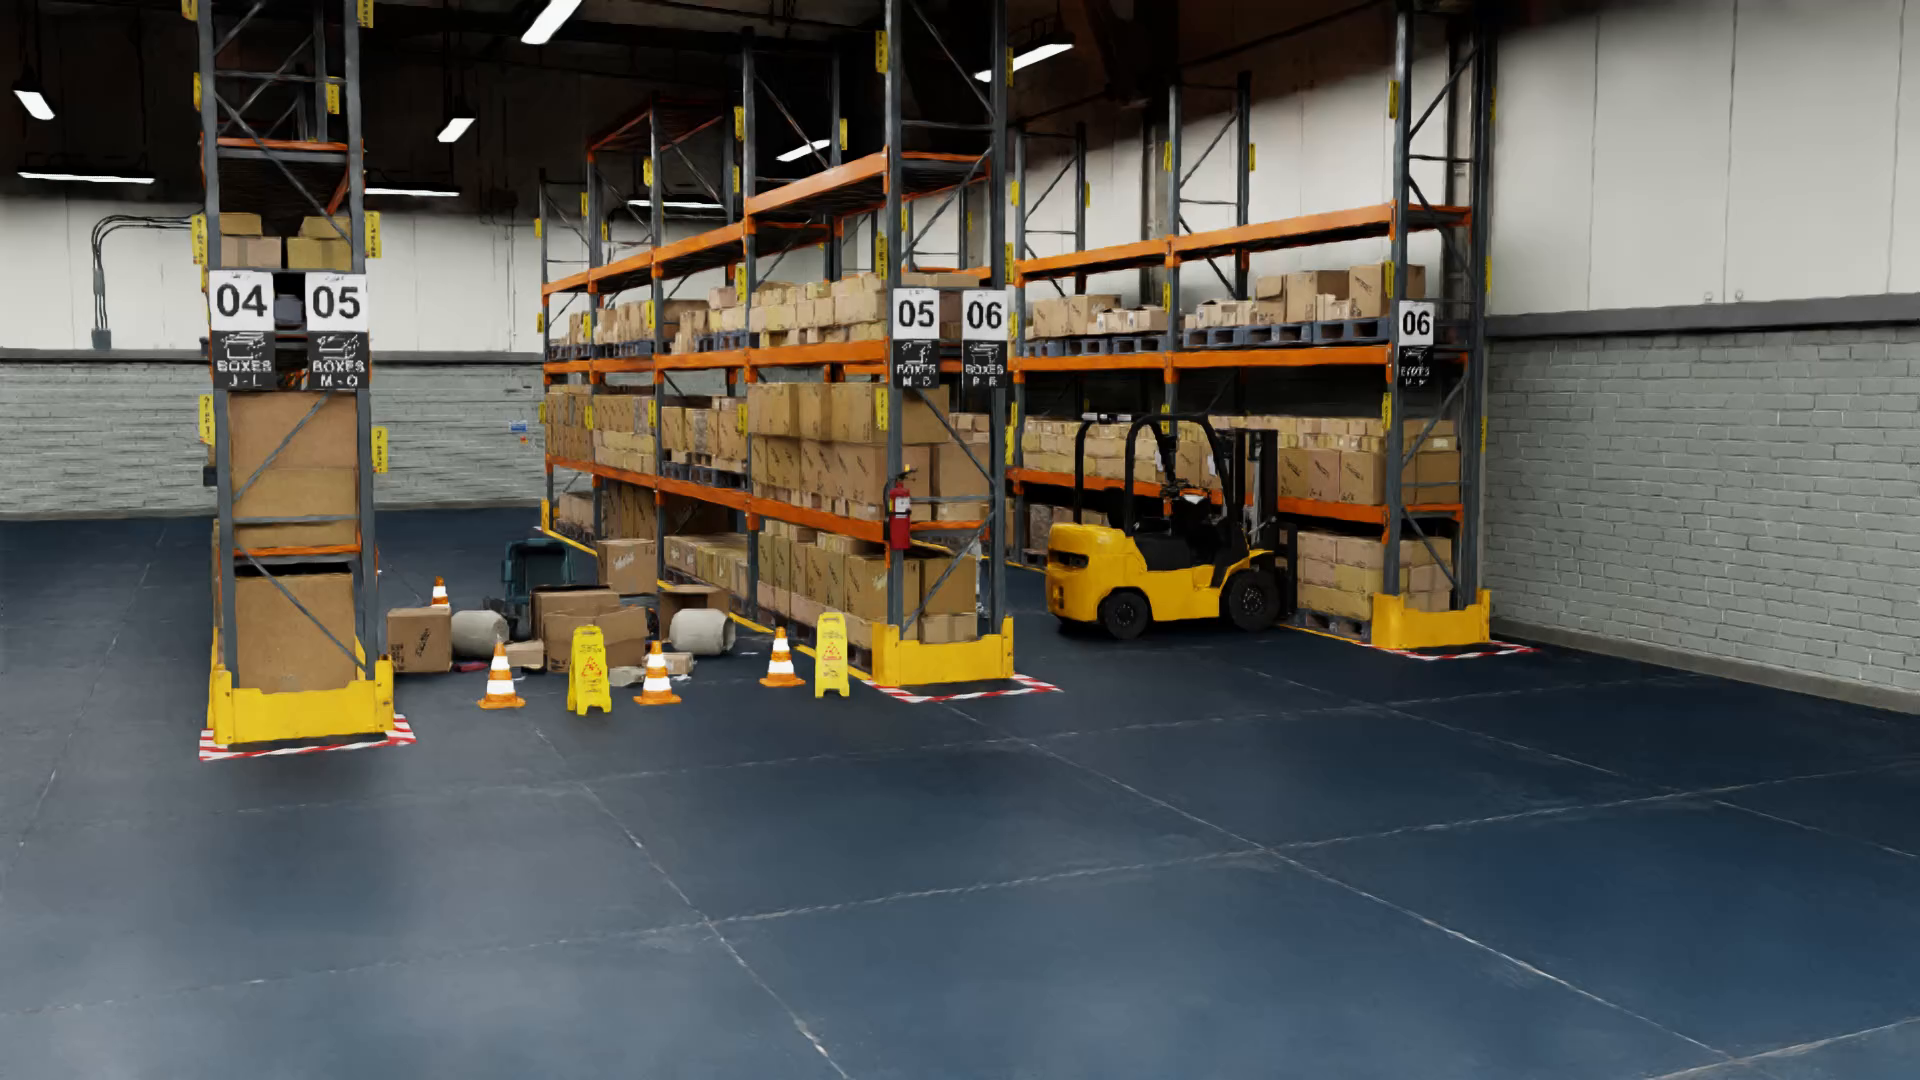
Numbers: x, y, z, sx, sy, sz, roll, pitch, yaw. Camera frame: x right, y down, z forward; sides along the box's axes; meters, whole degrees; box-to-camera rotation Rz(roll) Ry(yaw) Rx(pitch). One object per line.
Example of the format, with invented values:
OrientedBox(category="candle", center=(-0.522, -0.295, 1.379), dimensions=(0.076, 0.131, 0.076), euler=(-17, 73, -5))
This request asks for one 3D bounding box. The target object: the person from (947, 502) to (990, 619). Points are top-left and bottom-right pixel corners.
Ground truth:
OrientedBox(category="person", center=(0.116, -0.081, 17.372), dimensions=(0.478, 1.787, 0.628), euler=(-3, 6, -33))
